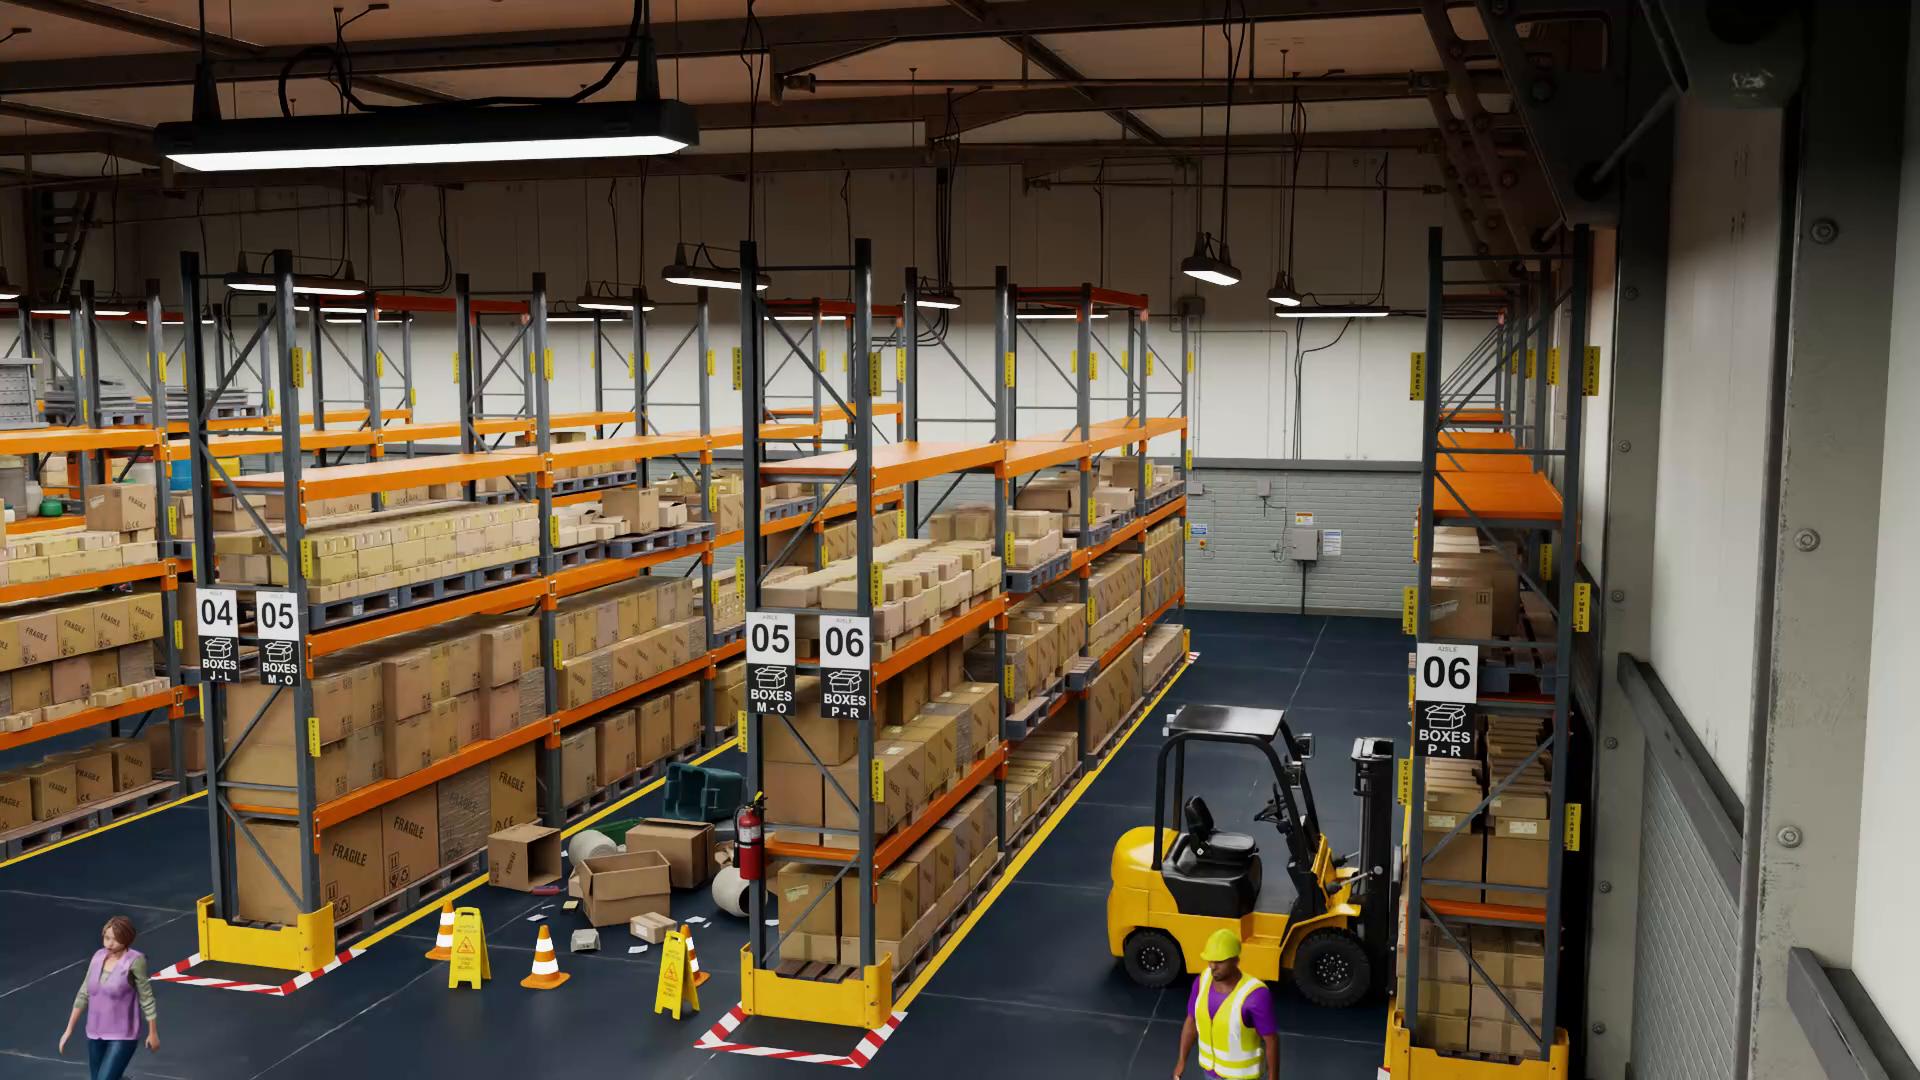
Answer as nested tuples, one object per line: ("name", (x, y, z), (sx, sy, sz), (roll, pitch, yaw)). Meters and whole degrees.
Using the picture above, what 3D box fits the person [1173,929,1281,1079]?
("person", (1.551, 3.176, 9.955), (1.029, 1.711, 0.595), (-5, 8, -36))

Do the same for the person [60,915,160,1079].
("person", (-5.476, 3.196, 10.725), (0.503, 1.563, 0.789), (1, 7, 11))
